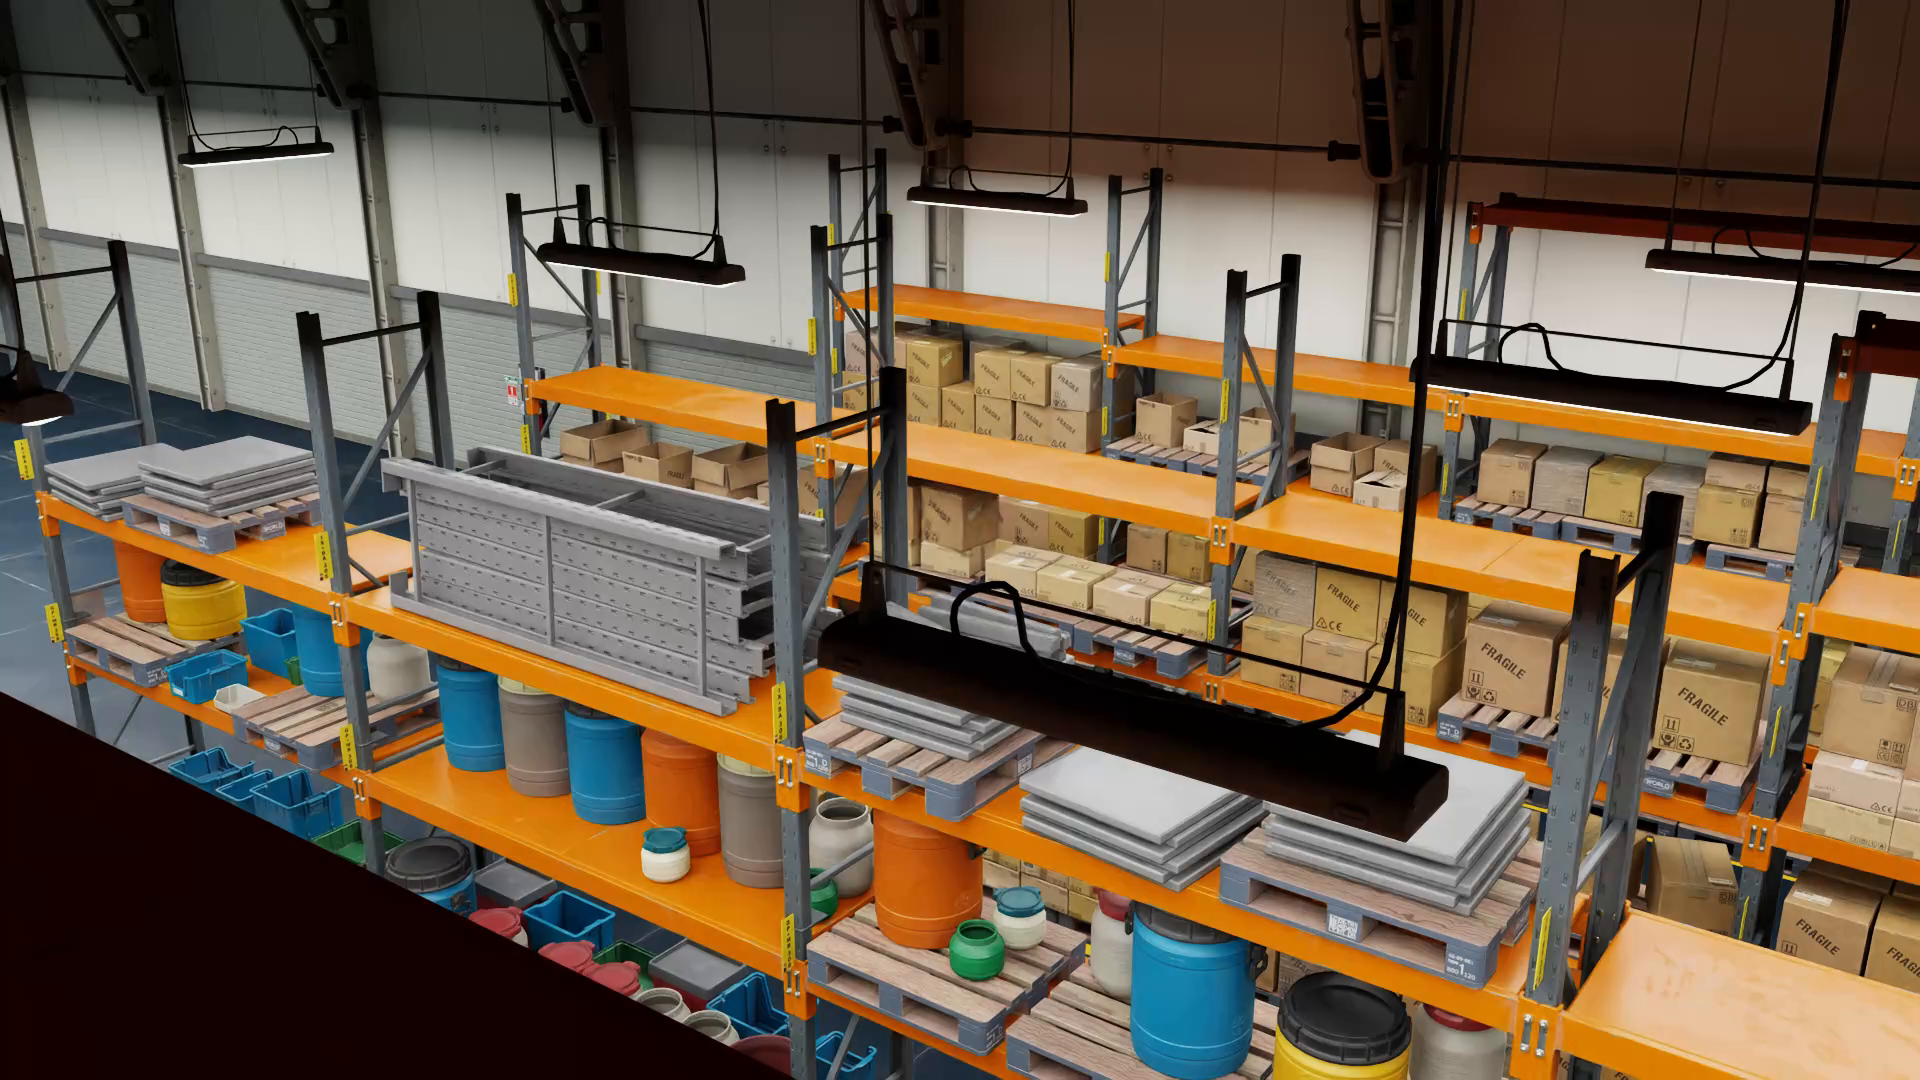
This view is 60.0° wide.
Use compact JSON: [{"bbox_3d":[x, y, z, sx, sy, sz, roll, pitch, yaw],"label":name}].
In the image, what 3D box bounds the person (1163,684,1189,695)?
[{"bbox_3d":[2.391,1.566,17.868,0.565,1.646,0.631,10,21,27],"label":"person"}]
